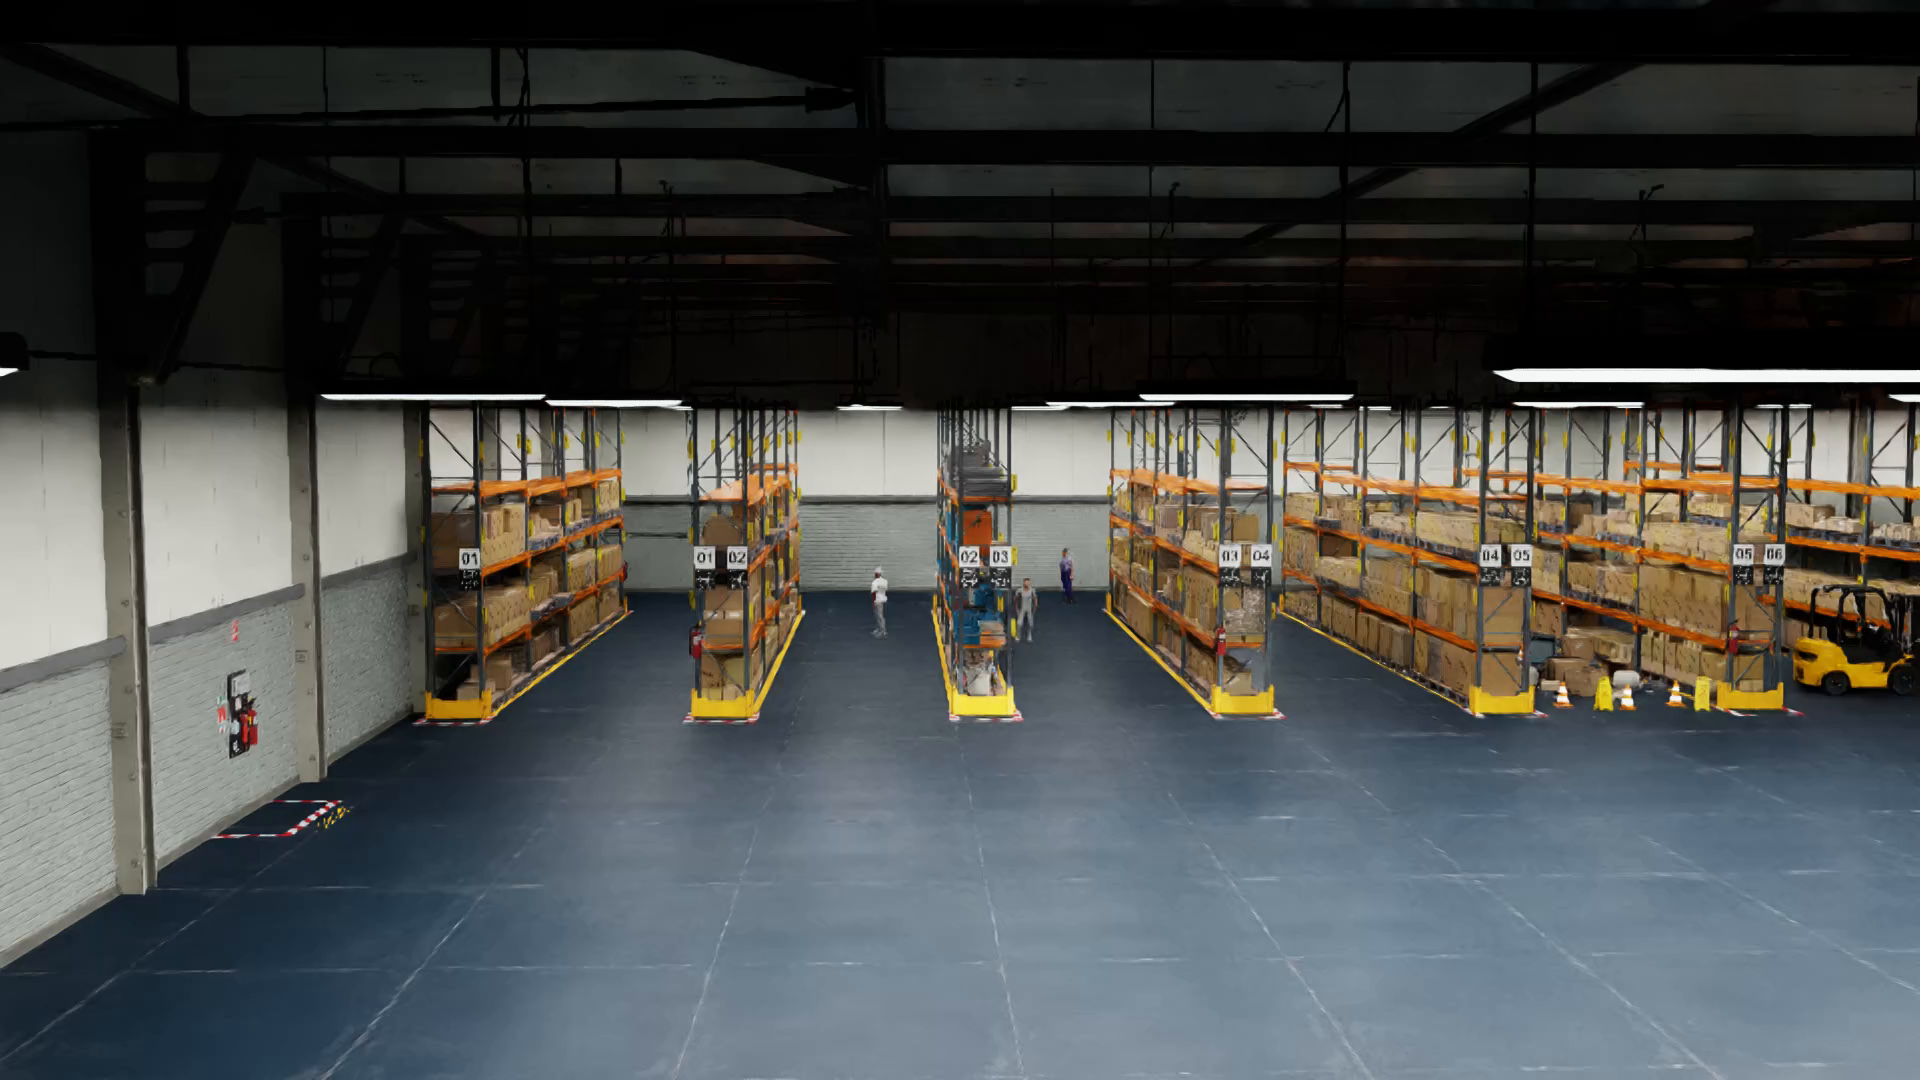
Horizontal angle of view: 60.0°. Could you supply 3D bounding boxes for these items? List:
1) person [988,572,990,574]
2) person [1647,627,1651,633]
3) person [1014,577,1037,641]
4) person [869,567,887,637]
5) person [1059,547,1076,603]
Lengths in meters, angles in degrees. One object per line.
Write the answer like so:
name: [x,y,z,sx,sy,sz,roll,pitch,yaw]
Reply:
person: [0.901,1.353,45.695,0.461,1.671,0.577,-2,5,-19]
person: [17.165,1.666,41.261,0.578,1.714,0.654,2,5,26]
person: [1.631,1.725,41.406,0.580,1.618,0.507,0,4,-4]
person: [-2.090,1.562,42.311,0.585,1.763,0.682,2,5,20]
person: [3.236,1.046,49.867,0.402,1.642,0.602,-3,5,-31]
